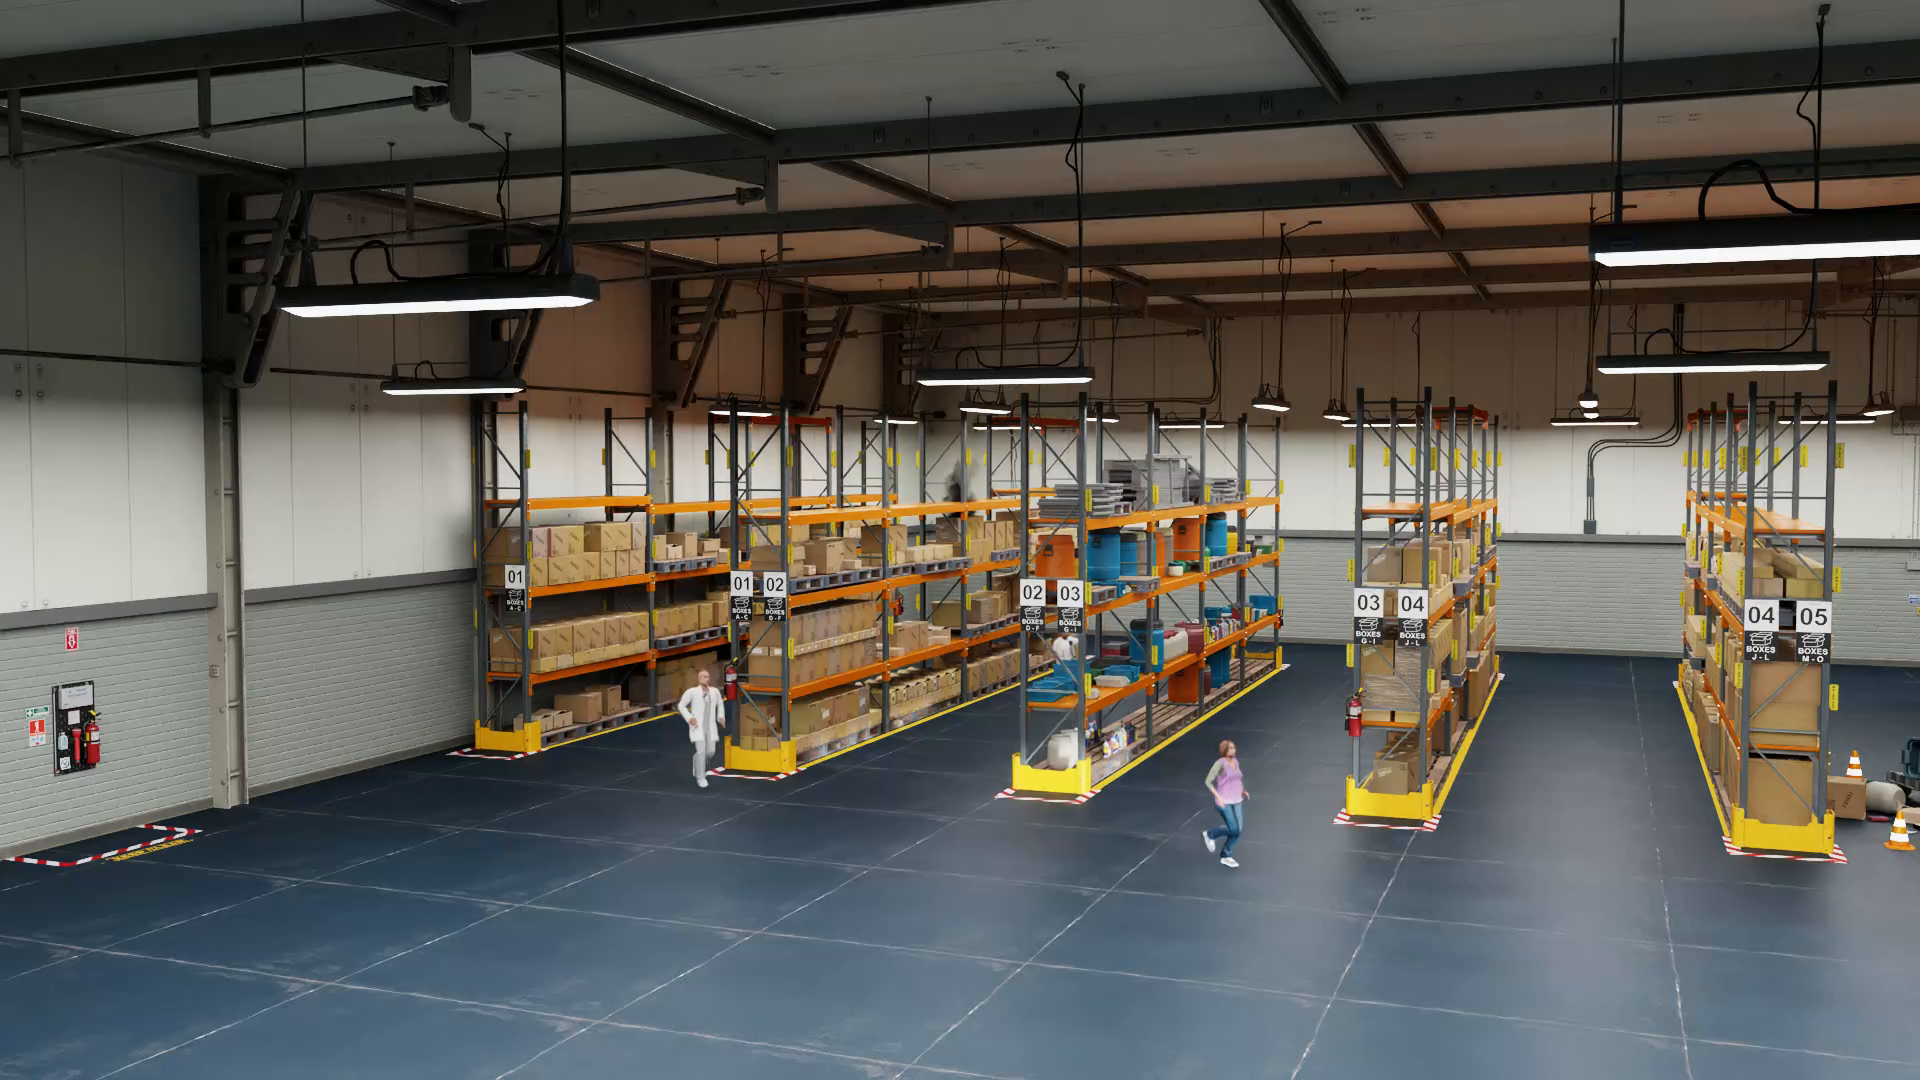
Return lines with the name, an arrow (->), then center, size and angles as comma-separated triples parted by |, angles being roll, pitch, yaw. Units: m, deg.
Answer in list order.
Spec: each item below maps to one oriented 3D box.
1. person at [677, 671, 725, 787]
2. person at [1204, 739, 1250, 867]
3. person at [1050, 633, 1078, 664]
person -> -3.974, 2.901, 25.695 | 0.775, 1.757, 0.637 | -2, 3, -30
person -> 3.286, 3.232, 20.496 | 0.548, 1.555, 0.549 | -2, 4, -39
person -> 2.122, 2.559, 33.317 | 0.608, 1.719, 0.759 | 1, 3, 22
